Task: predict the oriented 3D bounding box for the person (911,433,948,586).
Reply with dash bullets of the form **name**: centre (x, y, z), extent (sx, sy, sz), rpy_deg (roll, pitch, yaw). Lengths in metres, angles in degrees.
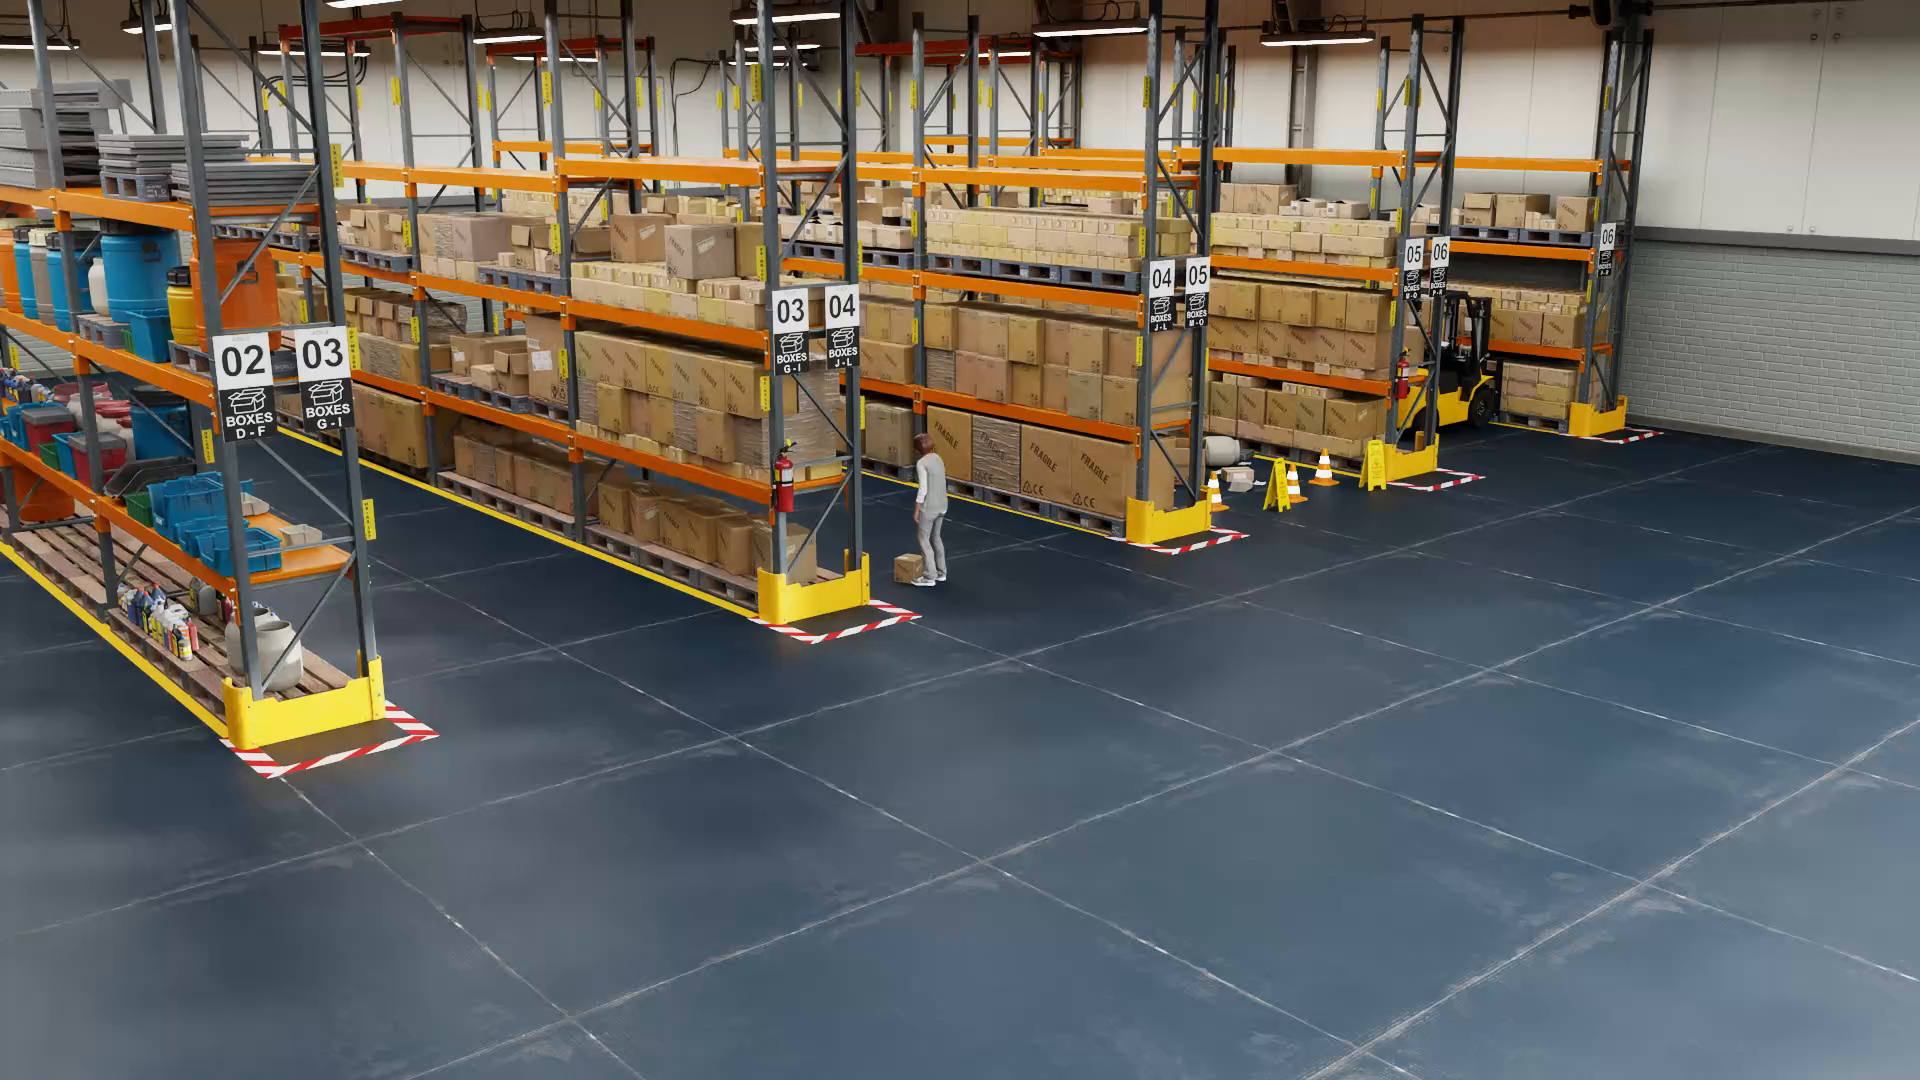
- **person**: centre (-0.313, -0.319, 17.272), extent (0.346, 1.593, 0.465), rpy_deg (9, 17, 32)
